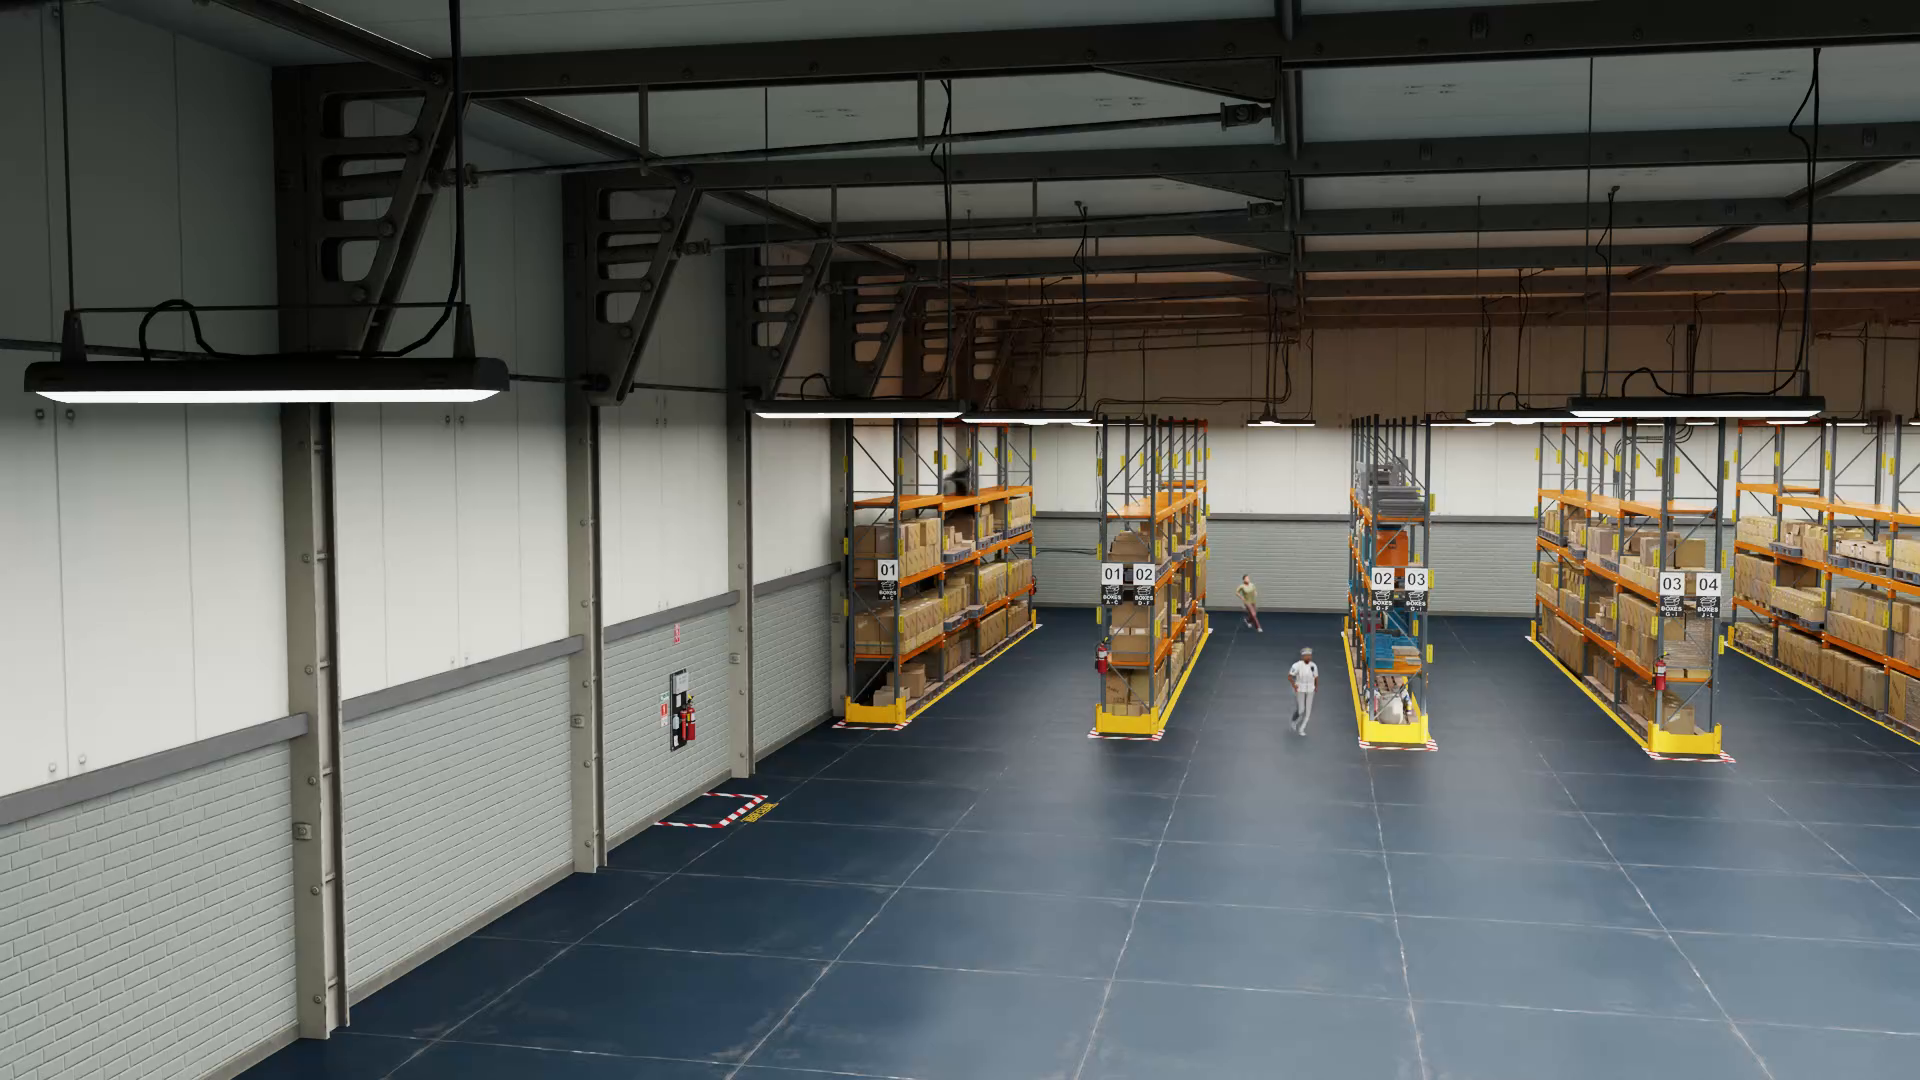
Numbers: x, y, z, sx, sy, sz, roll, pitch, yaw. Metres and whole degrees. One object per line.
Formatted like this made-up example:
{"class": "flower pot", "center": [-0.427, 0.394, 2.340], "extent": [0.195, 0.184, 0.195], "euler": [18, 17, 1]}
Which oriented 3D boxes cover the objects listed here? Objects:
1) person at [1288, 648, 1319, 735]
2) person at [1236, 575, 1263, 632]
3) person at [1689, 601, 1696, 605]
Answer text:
{"class": "person", "center": [6.456, 2.831, 31.091], "extent": [0.561, 1.651, 0.535], "euler": [0, 4, -7]}
{"class": "person", "center": [8.147, 1.787, 47.135], "extent": [0.630, 1.612, 0.873], "euler": [-1, 4, -21]}
{"class": "person", "center": [18.897, 2.003, 42.914], "extent": [0.680, 1.728, 0.625], "euler": [1, 4, 17]}
